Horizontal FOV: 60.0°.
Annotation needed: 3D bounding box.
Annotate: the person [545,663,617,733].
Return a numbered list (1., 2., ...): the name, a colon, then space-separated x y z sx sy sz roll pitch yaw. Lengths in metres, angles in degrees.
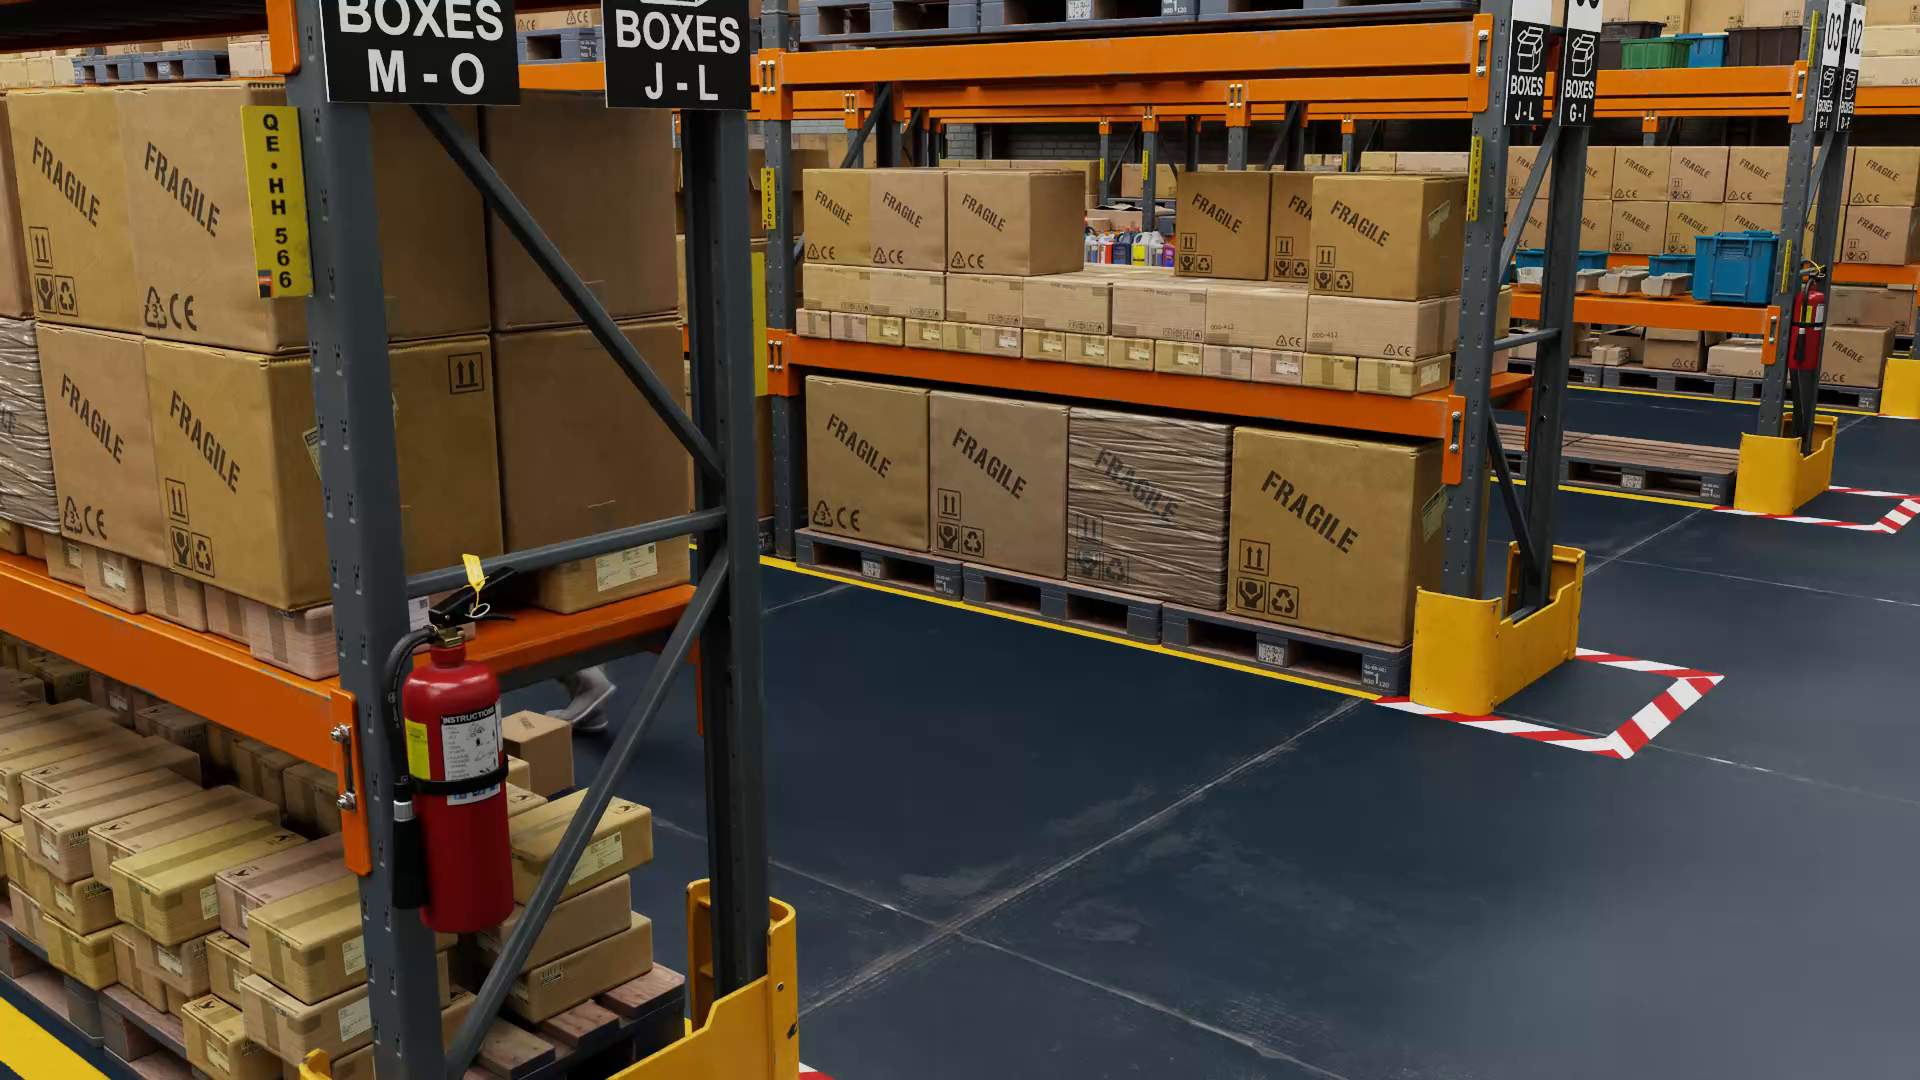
1. person: -1.572 -0.035 6.578 0.492 1.672 0.522 4 14 17
